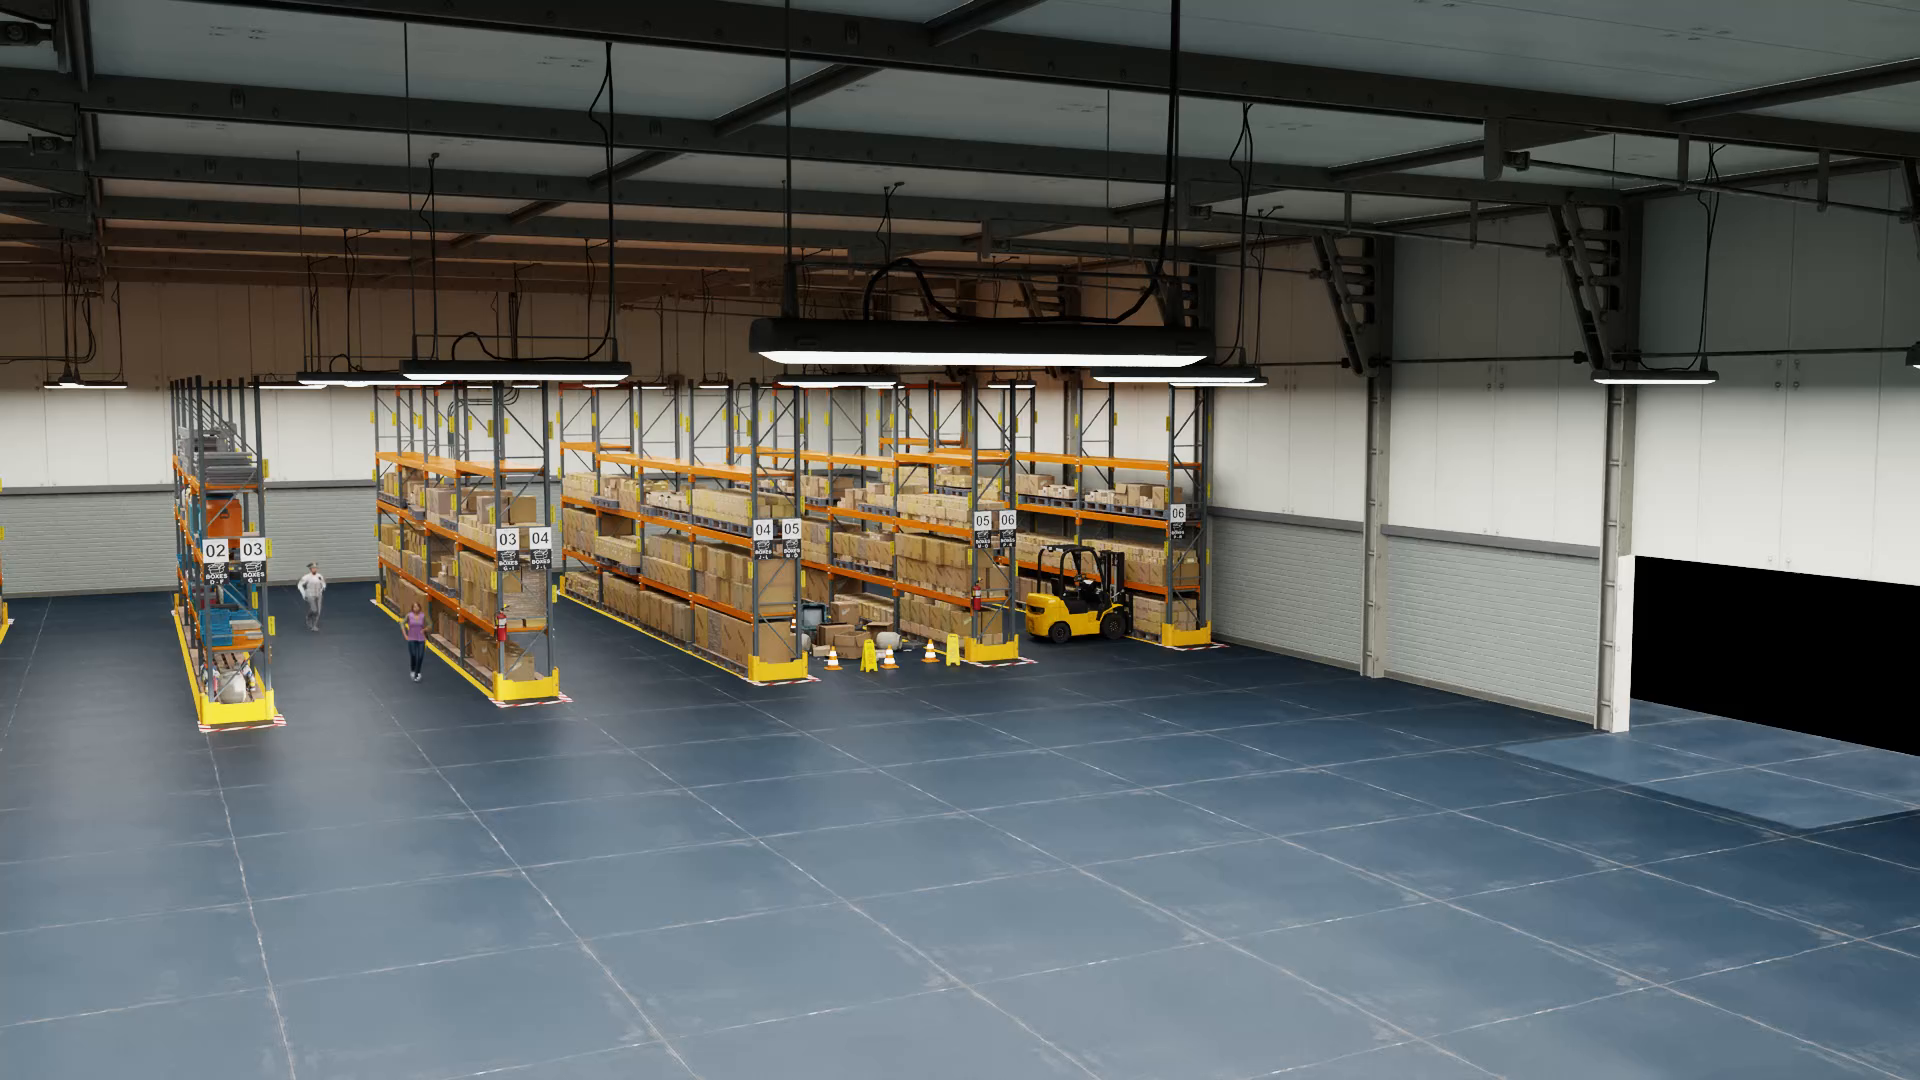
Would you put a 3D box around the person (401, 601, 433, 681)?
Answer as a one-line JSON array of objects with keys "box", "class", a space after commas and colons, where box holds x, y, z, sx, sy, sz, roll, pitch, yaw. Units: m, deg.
[{"box": [-10.740, 2.000, 32.911, 0.593, 1.577, 0.557, -2, 5, -21], "class": "person"}]

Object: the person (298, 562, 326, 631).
[{"box": [-15.429, 1.355, 39.761, 0.599, 1.657, 0.562, -5, 7, -42], "class": "person"}]
